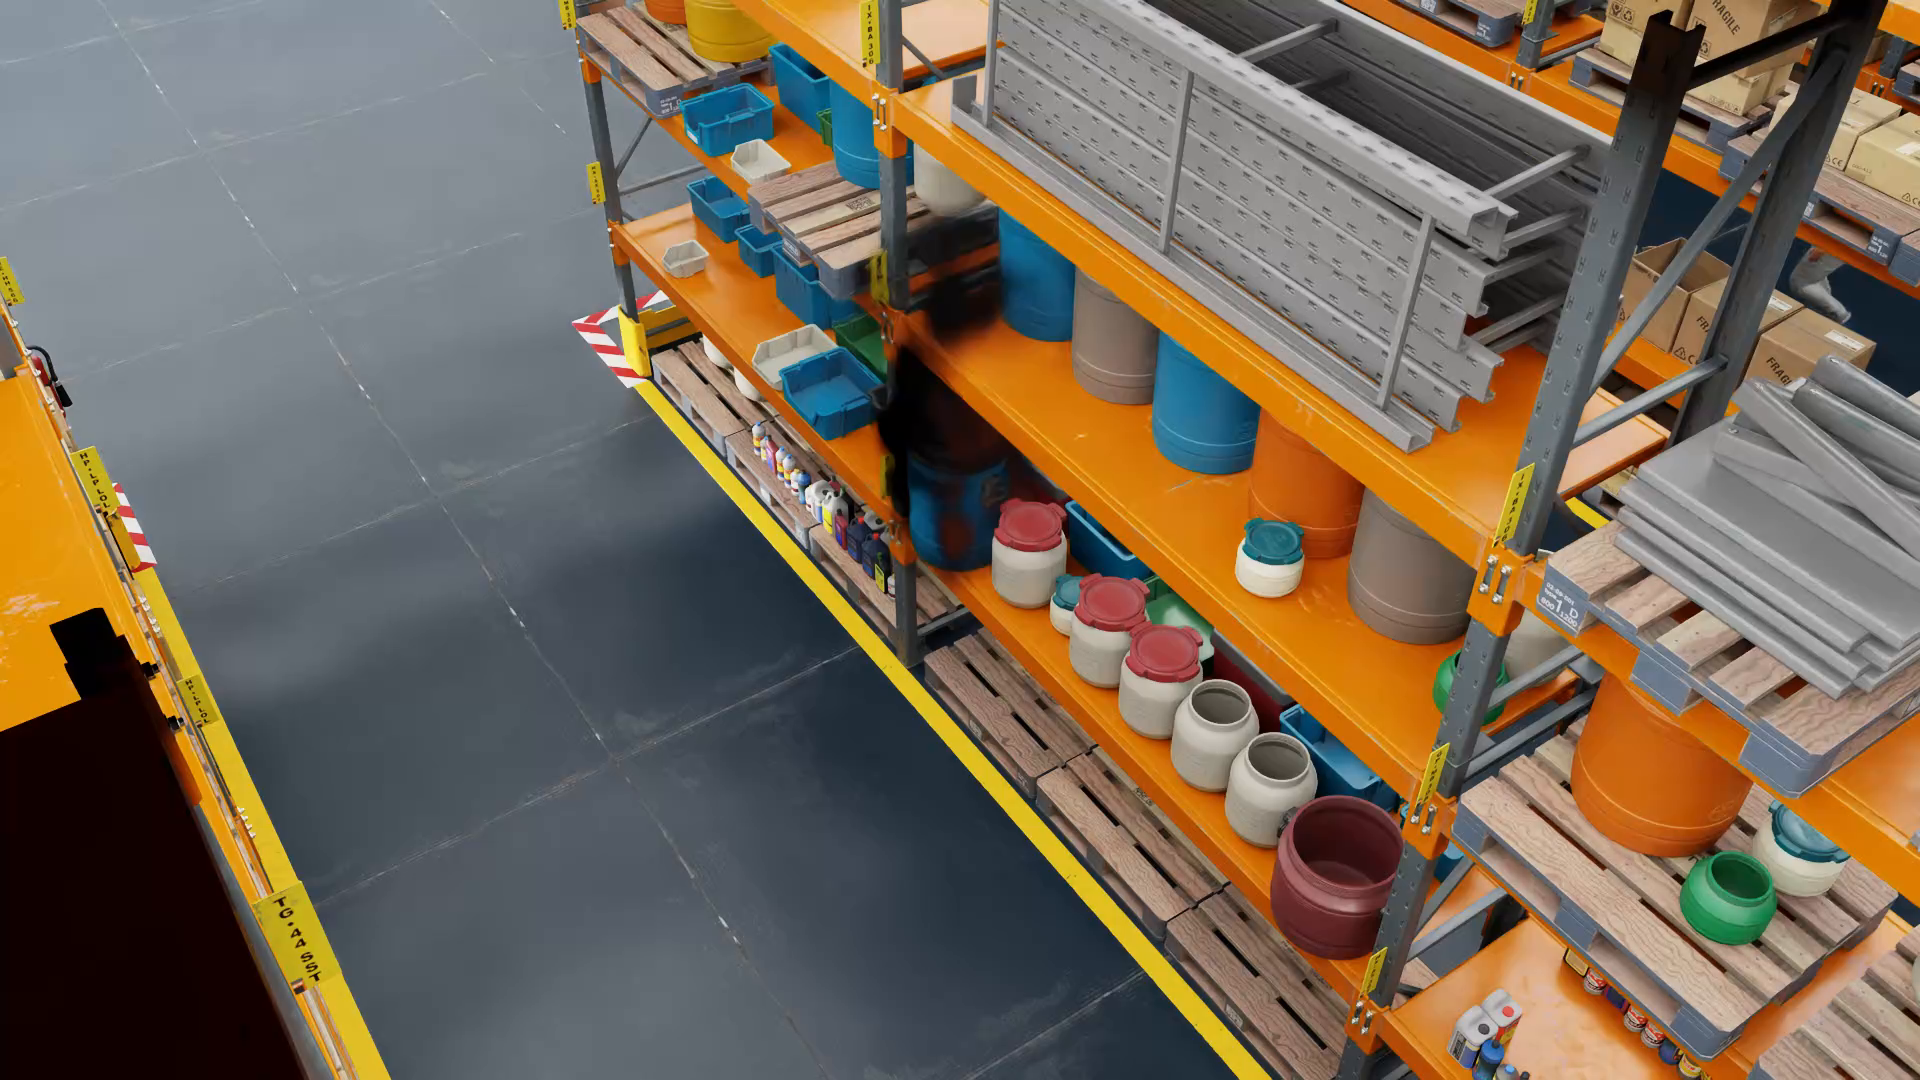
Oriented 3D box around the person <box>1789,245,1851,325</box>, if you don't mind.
[{"bbox_3d":[6.916,-2.387,13.221,0.733,1.554,0.592,23,47,23],"label":"person"}]
